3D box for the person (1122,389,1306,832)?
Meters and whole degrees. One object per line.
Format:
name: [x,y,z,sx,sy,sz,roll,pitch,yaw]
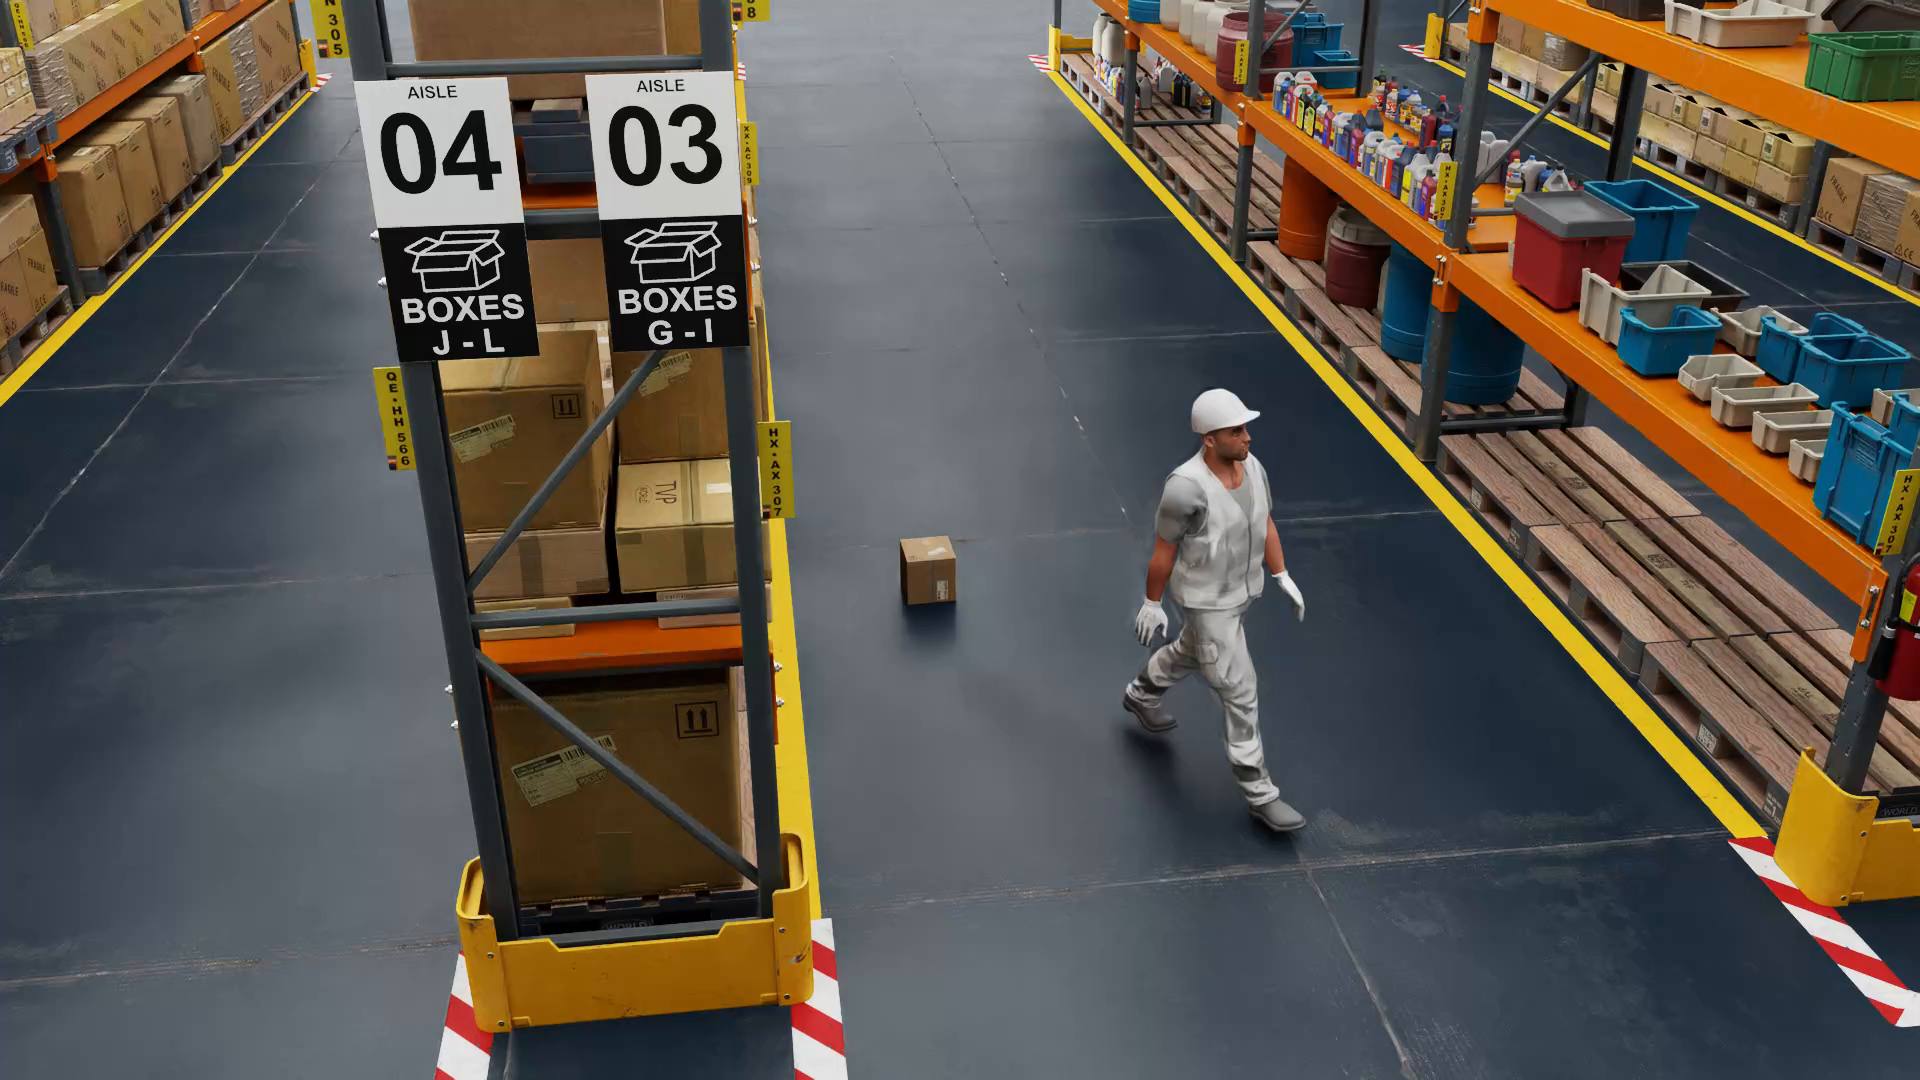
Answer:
person: [1.064,0.225,6.662,1.099,1.737,0.584,23,35,38]
